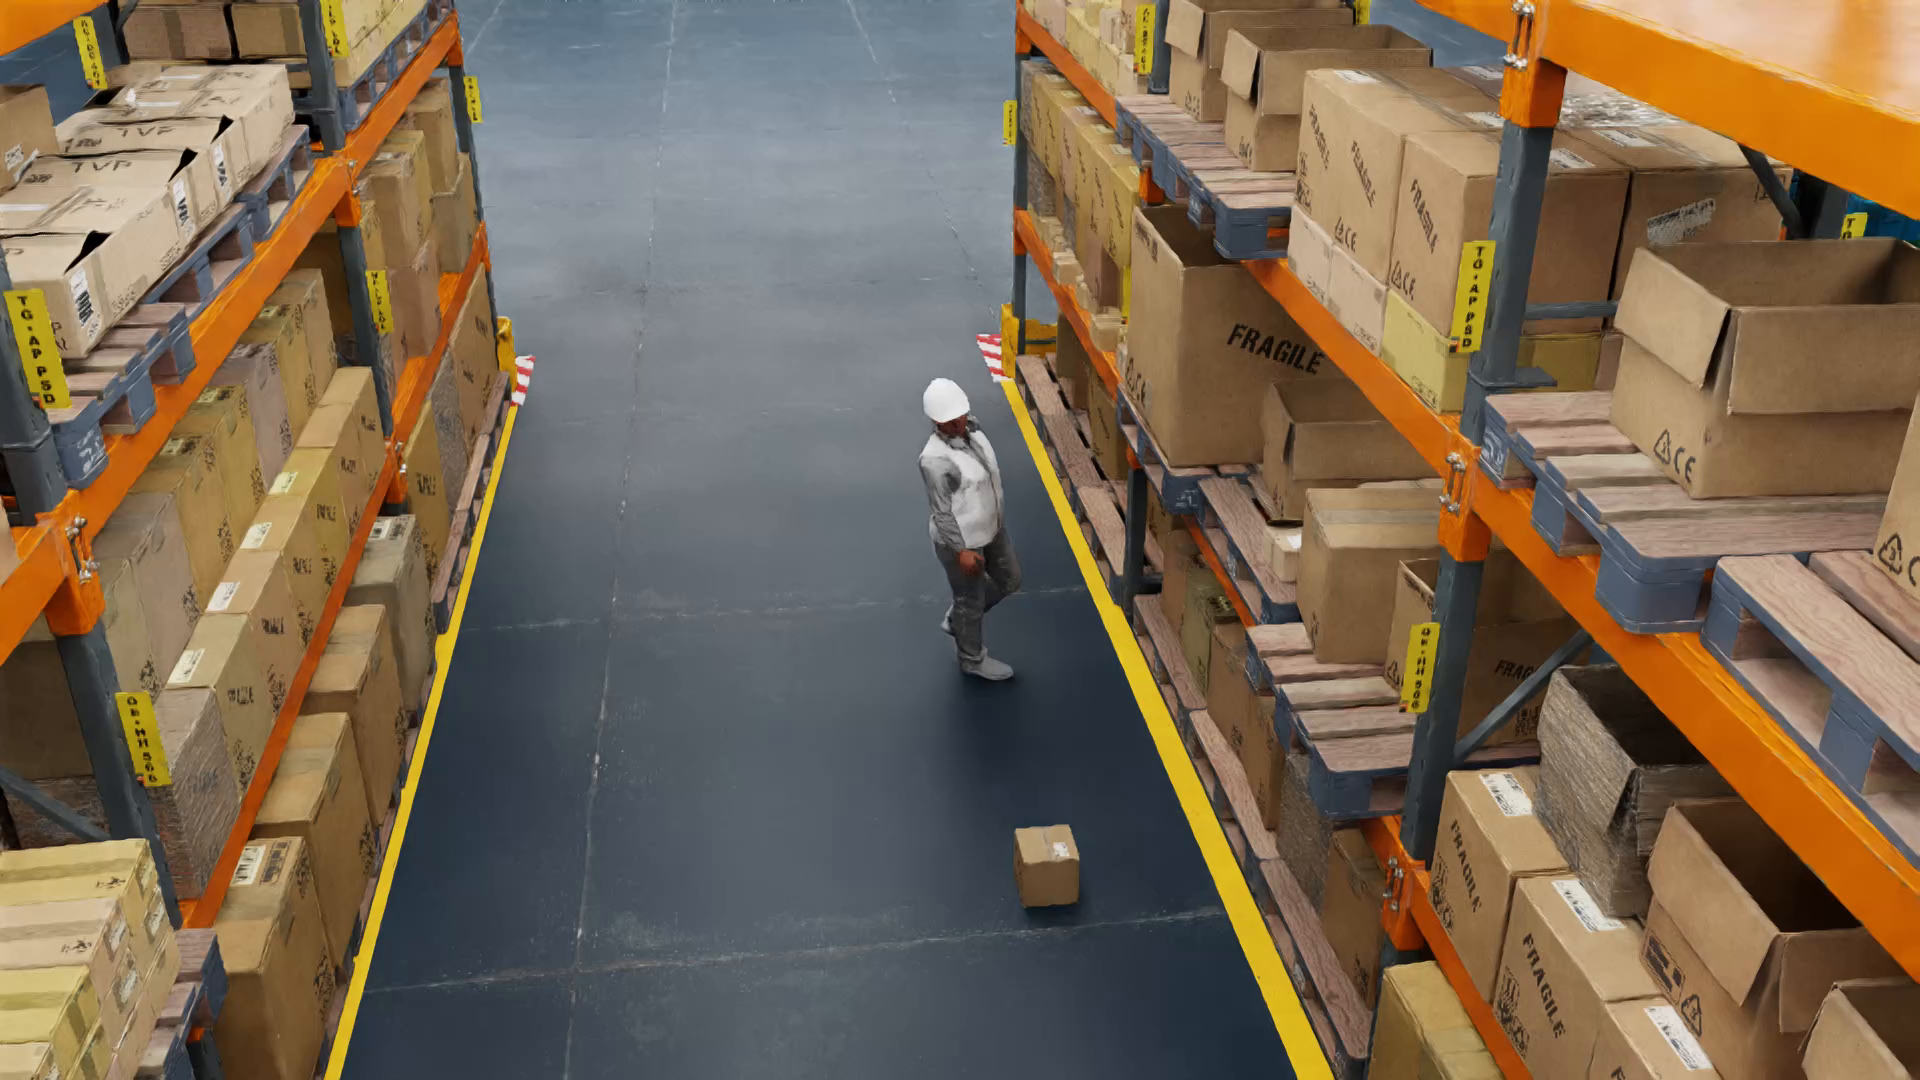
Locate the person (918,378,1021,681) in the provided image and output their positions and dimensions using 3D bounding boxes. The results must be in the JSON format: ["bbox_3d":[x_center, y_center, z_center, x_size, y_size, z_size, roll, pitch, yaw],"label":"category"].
[{"bbox_3d":[0.052,-0.043,8.684,0.454,1.759,0.622,11,29,20],"label":"person"}]
